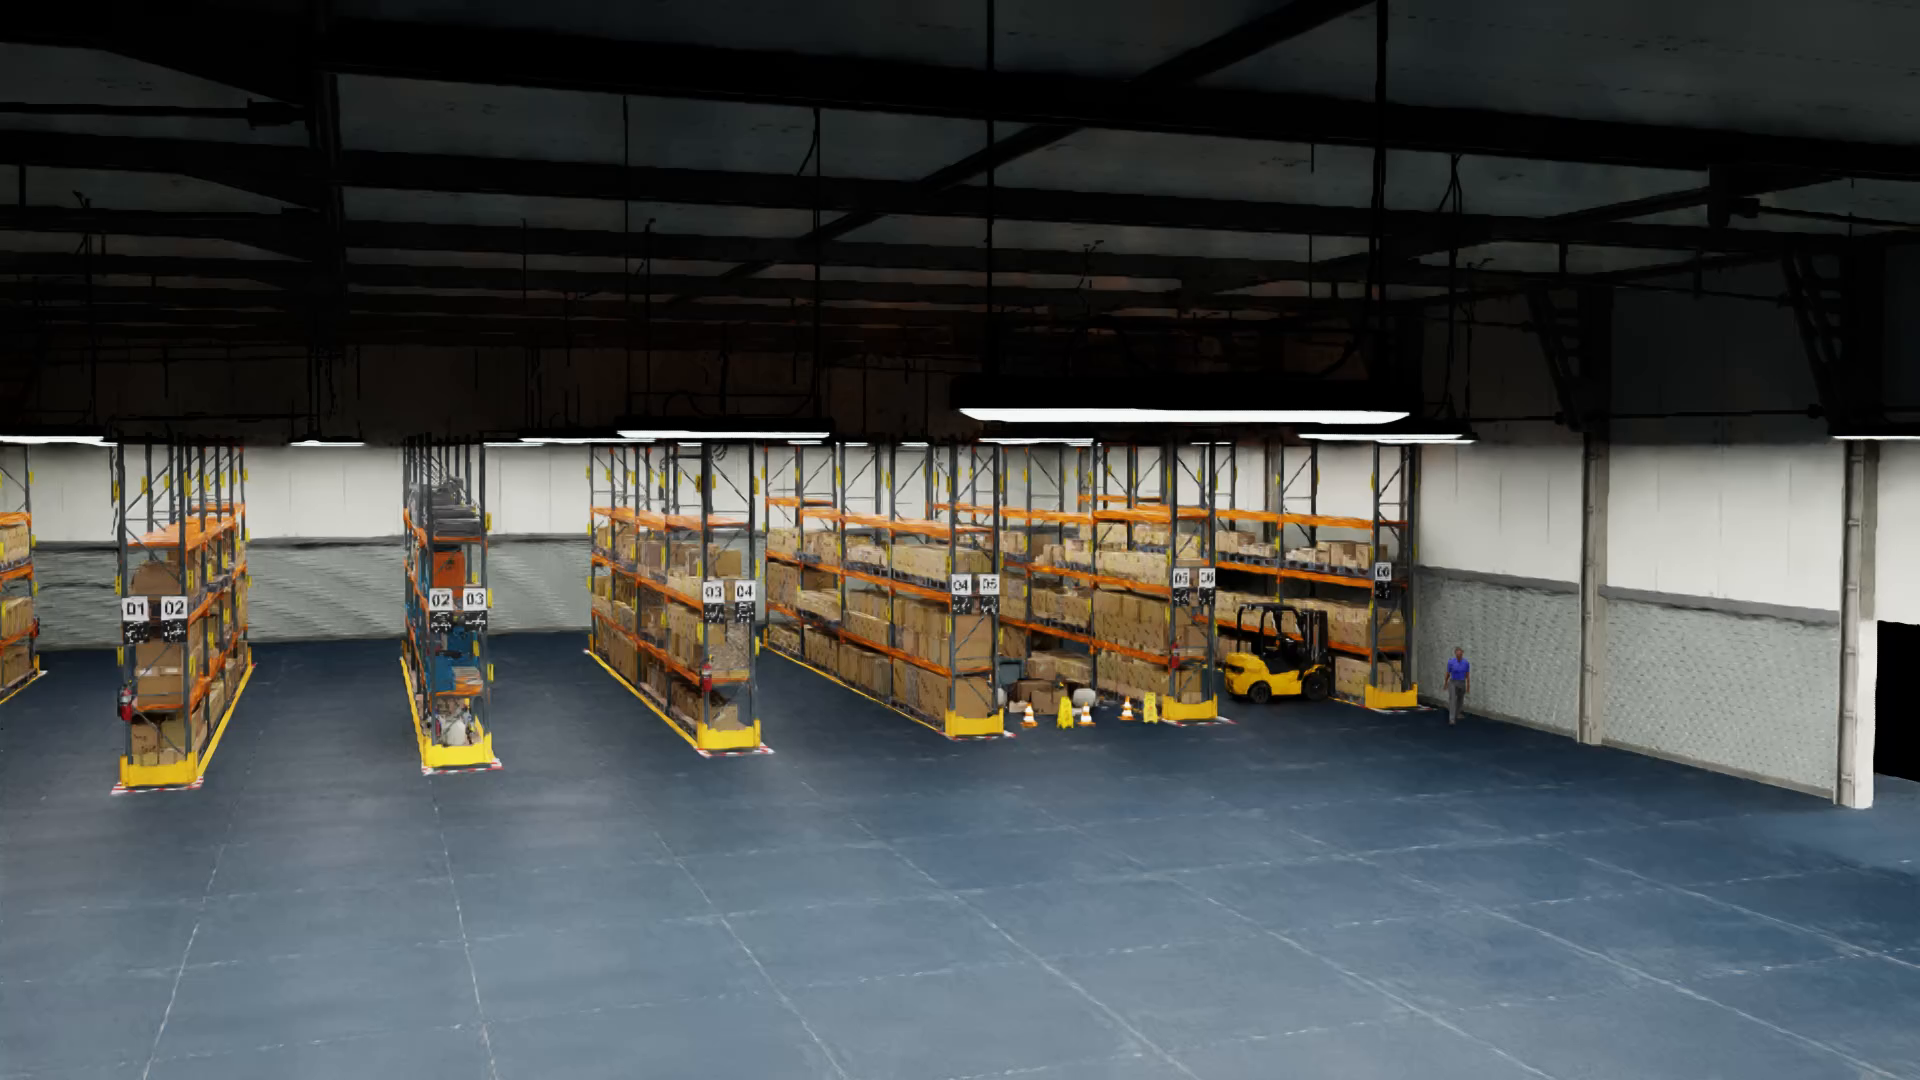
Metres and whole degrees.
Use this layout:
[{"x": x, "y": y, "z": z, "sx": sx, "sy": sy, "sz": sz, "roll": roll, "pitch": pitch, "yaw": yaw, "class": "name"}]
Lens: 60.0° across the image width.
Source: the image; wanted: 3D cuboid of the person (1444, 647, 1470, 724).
[{"x": 10.364, "y": 3.003, "z": 34.639, "sx": 0.498, "sy": 1.599, "sz": 0.942, "roll": 0, "pitch": 3, "yaw": 3, "class": "person"}]
